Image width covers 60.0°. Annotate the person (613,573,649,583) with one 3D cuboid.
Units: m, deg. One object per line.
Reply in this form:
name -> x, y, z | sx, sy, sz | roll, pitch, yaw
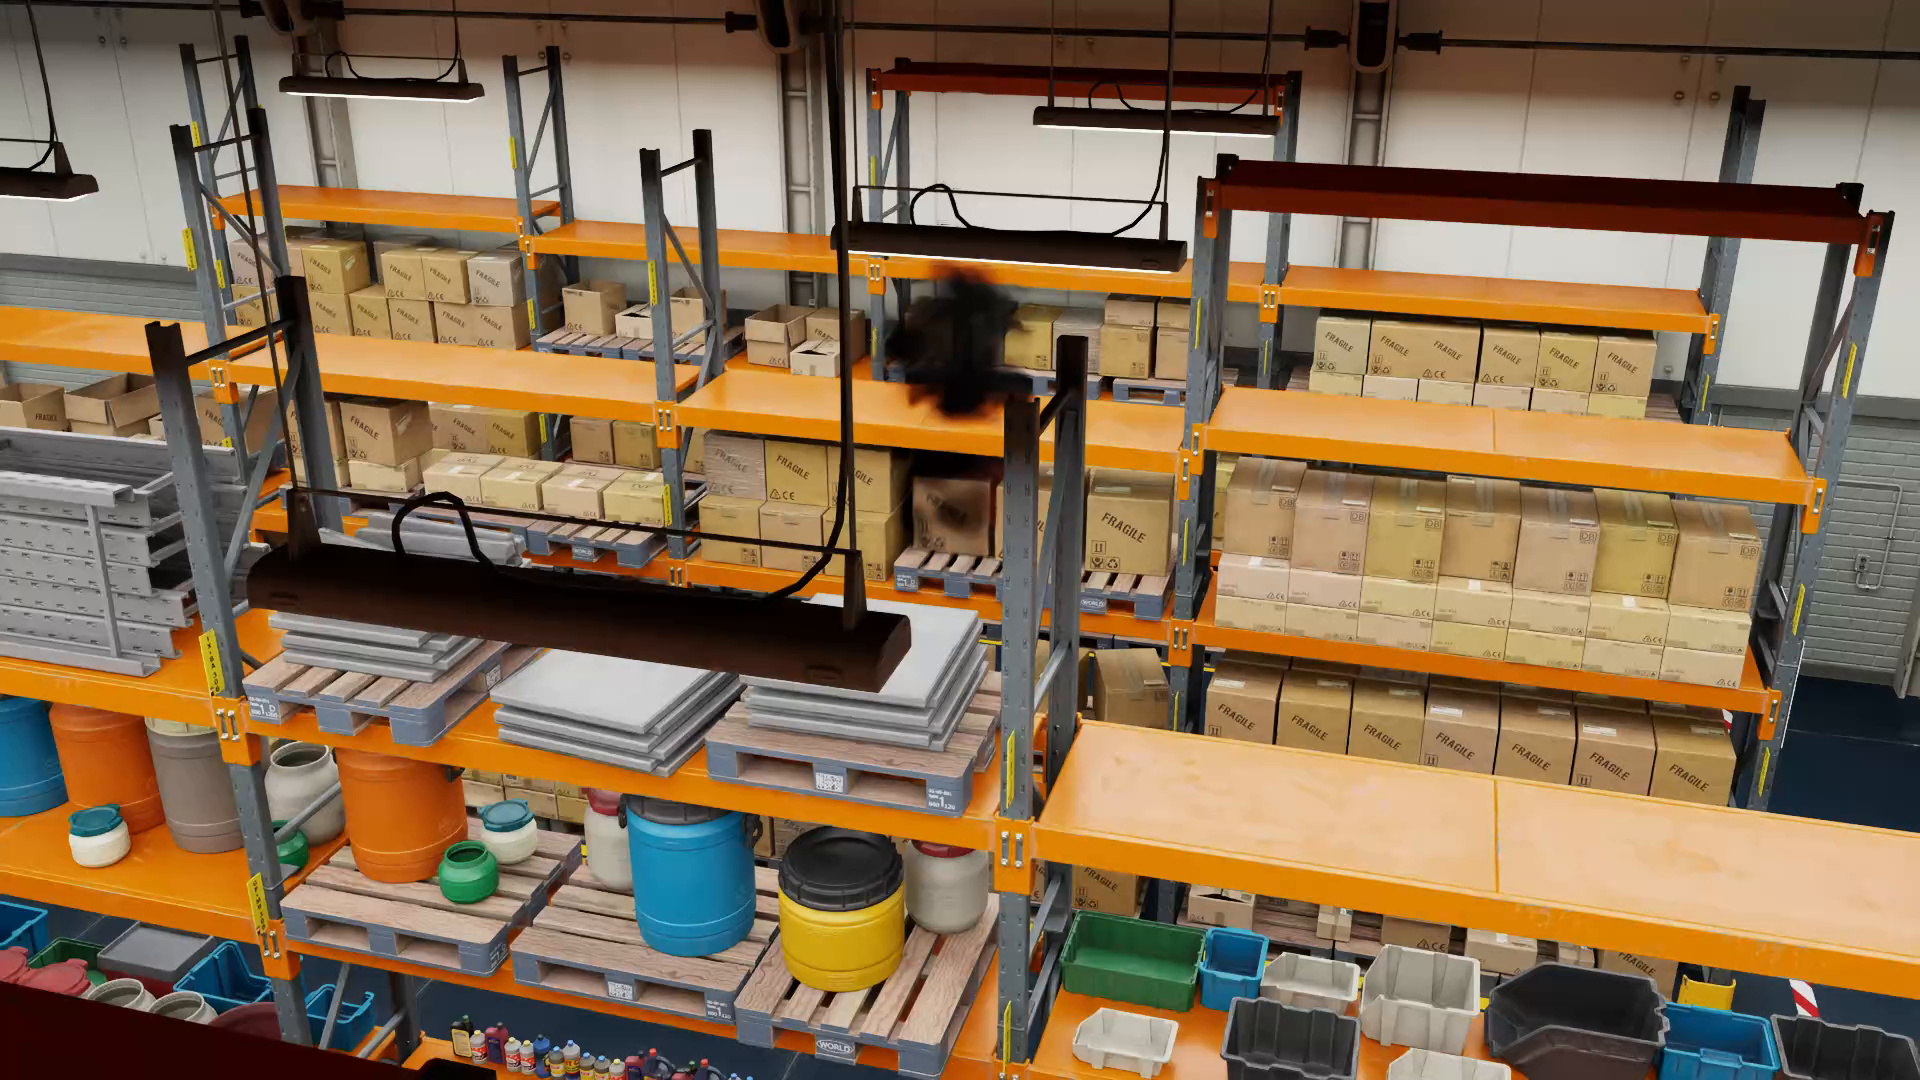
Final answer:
person -> -3.148, 1.031, 15.906 | 1.046, 1.779, 0.695 | 3, 23, 8
